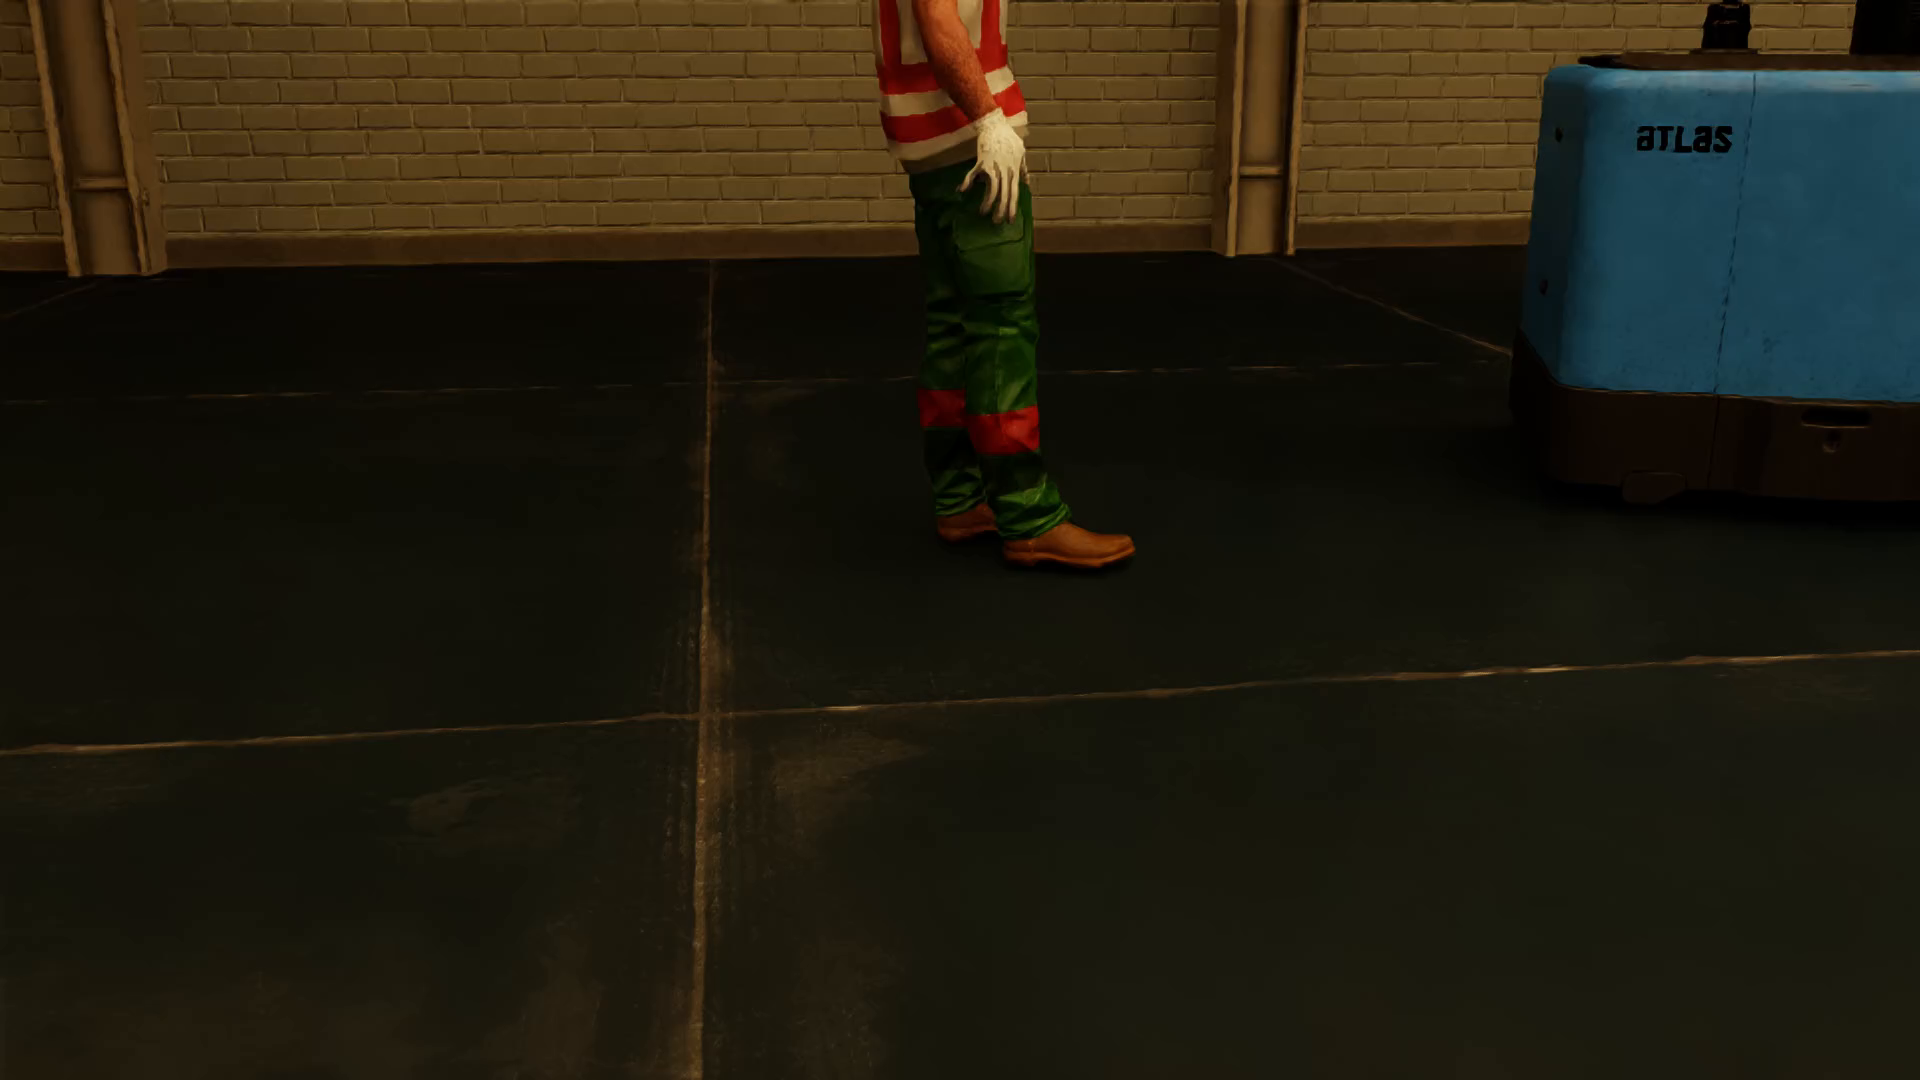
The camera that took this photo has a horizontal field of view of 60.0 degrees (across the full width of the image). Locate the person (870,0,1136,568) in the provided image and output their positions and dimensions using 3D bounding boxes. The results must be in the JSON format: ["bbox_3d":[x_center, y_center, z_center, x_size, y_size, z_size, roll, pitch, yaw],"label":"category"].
[{"bbox_3d":[0.081,-0.863,3.706,0.563,1.787,0.637,-2,17,-8],"label":"person"}]

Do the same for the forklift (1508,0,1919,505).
[{"bbox_3d":[3.069,-1.536,3.982,3.031,2.935,1.130,4,17,11],"label":"forklift"}]
